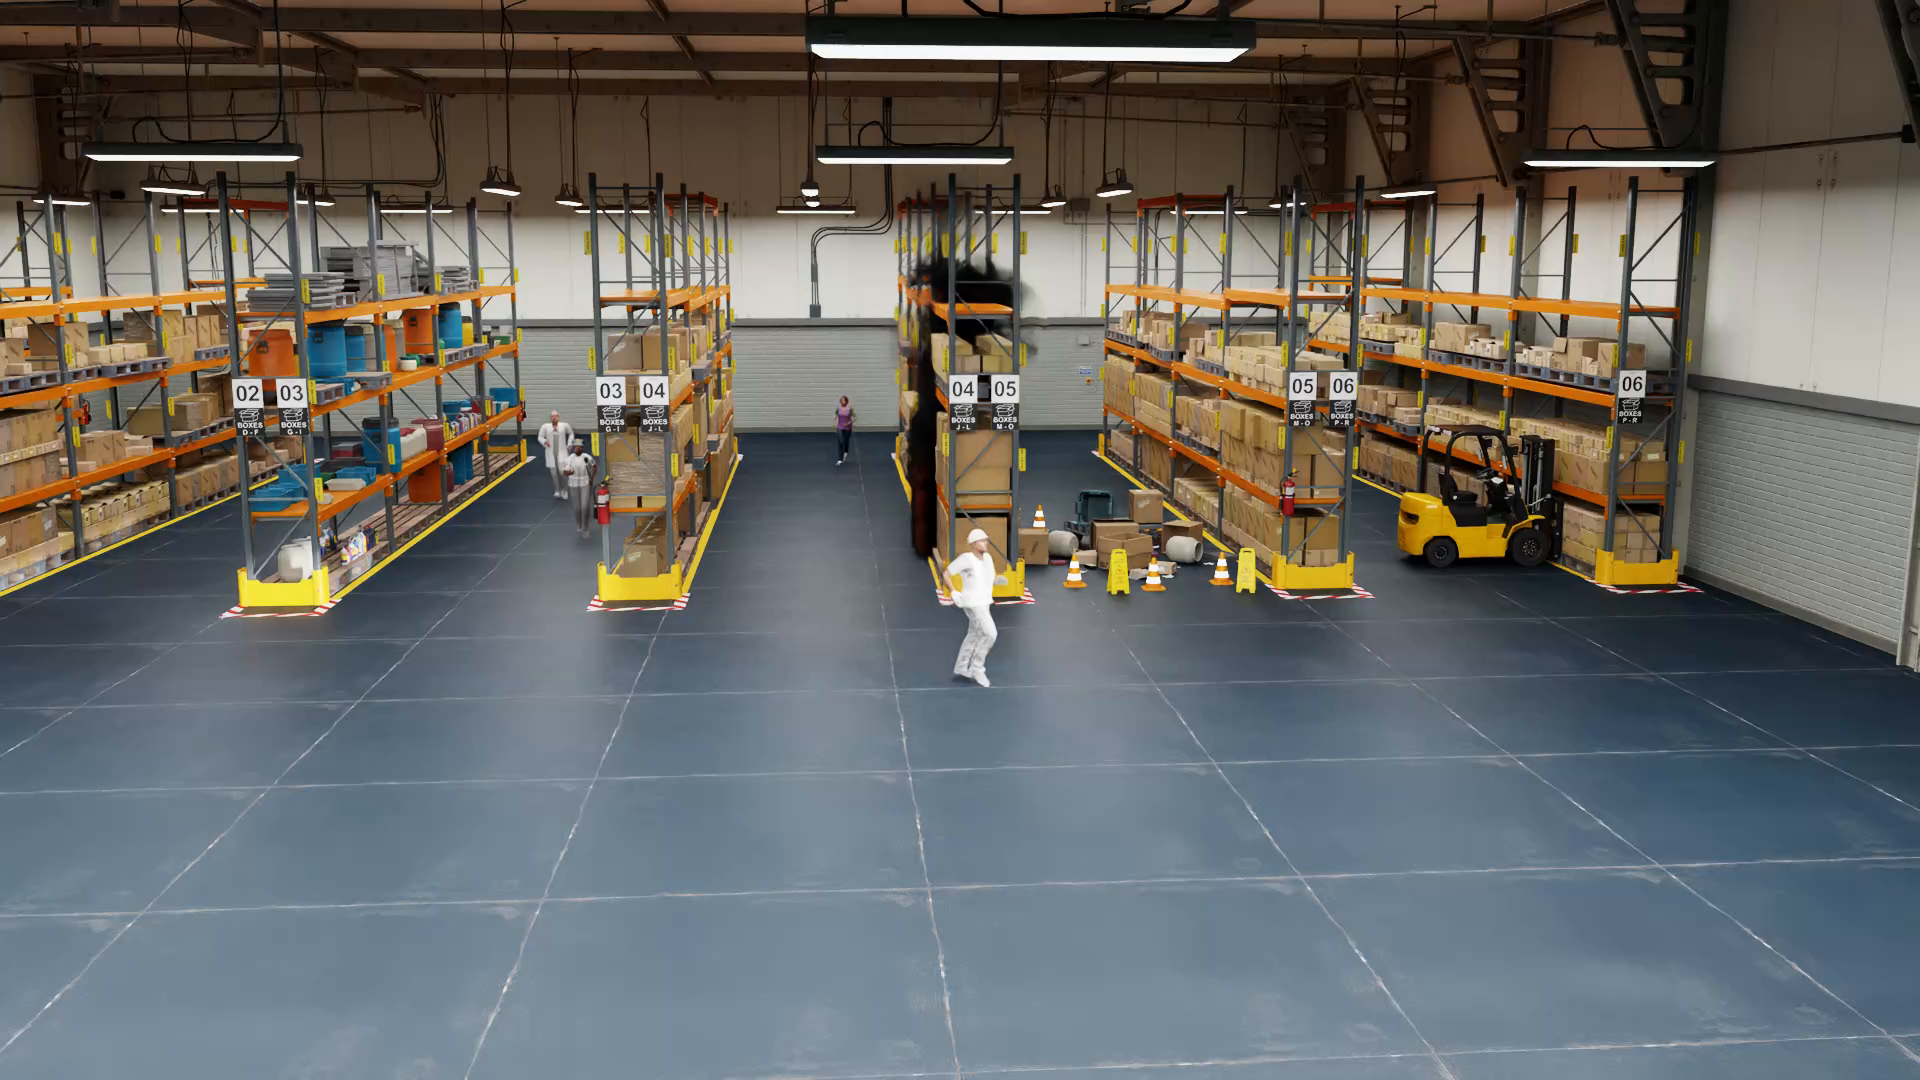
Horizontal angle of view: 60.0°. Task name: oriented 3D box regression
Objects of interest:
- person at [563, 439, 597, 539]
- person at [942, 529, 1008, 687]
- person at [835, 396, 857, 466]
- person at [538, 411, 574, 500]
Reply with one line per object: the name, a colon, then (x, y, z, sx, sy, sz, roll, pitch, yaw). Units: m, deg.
person: (-6.602, -0.896, 28.915, 0.556, 1.756, 0.714, -1, 10, -7)
person: (0.224, 0.776, 19.198, 0.695, 1.812, 0.669, 5, 11, 27)
person: (-2.642, -2.554, 38.606, 0.543, 1.620, 0.756, 1, 10, 6)
person: (-8.066, -1.684, 33.208, 0.697, 1.794, 0.761, -1, 10, -8)
